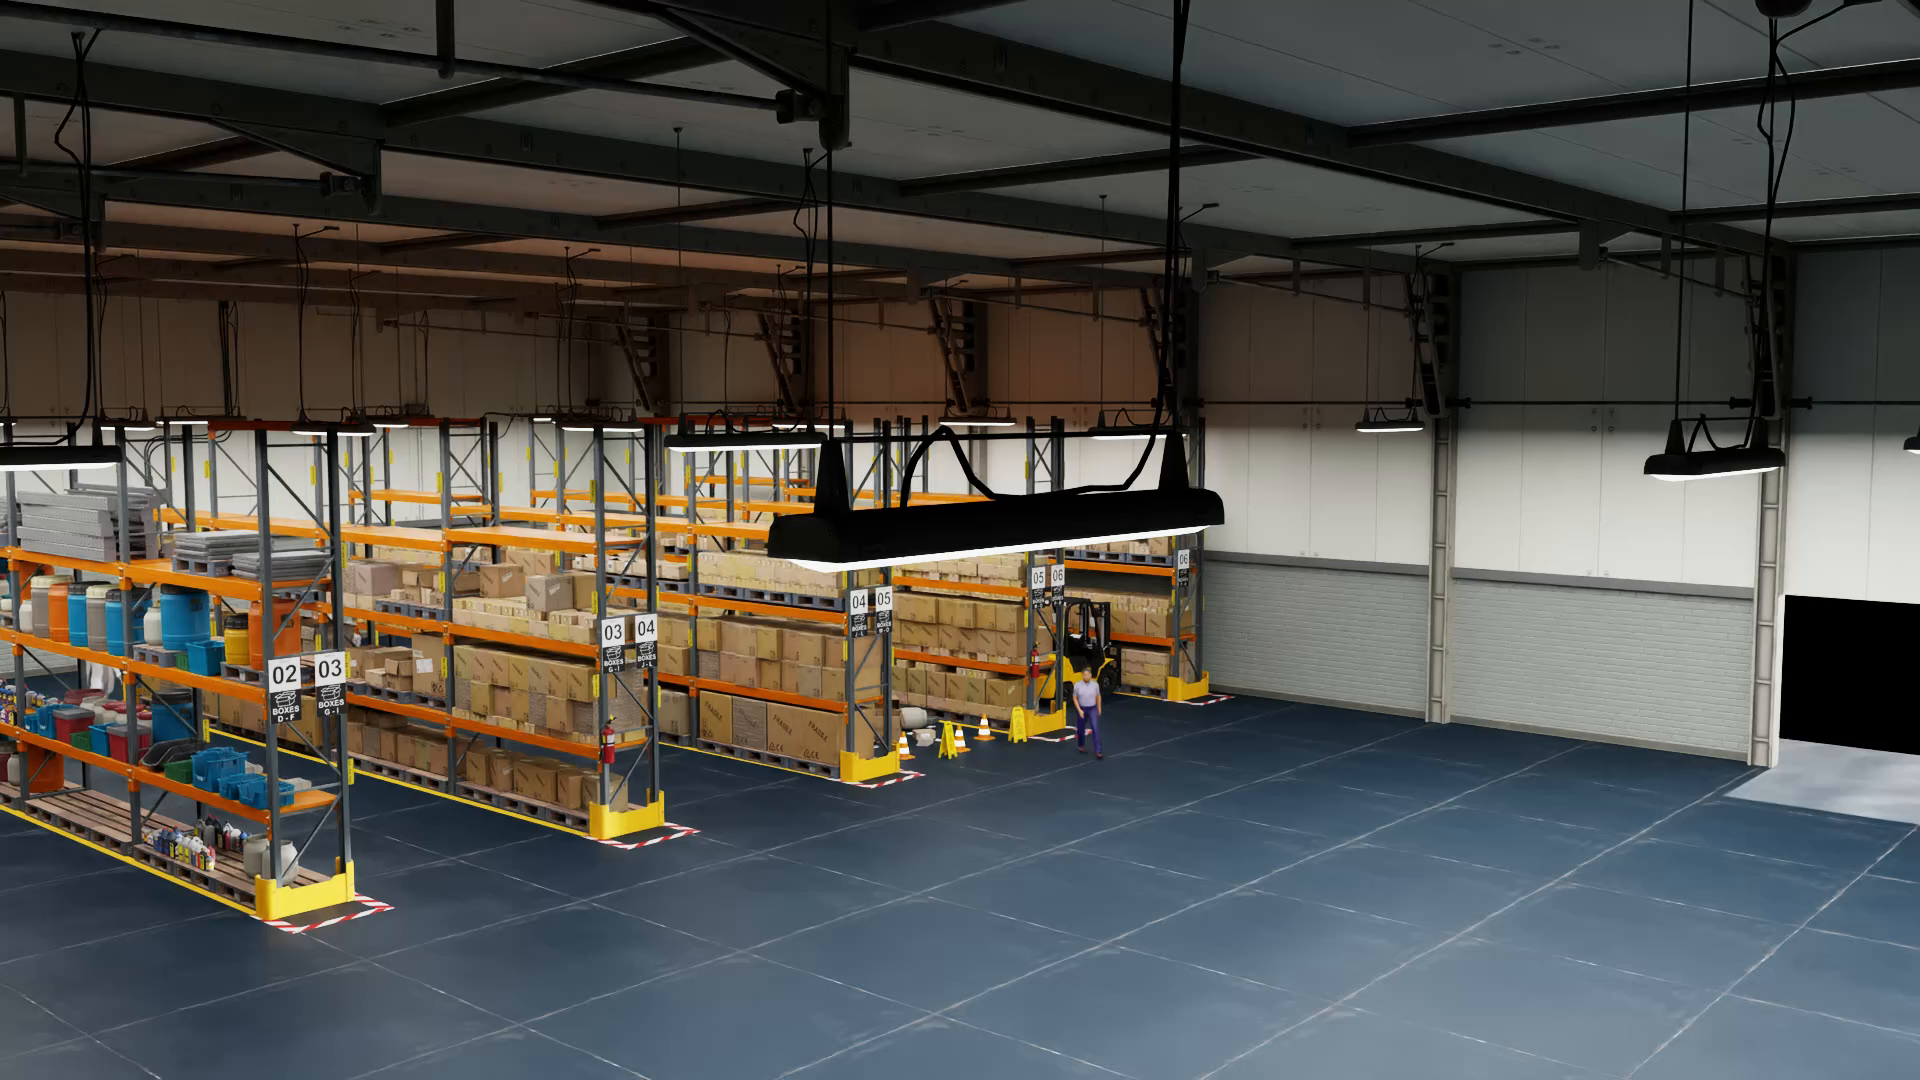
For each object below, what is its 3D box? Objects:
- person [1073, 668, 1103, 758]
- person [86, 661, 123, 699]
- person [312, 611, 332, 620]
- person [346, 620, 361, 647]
[{"bbox_3d":[2.309,3.077,29.763,0.572,1.597,0.833,1,5,10],"label":"person"},{"bbox_3d":[-16.779,2.737,32.563,1.102,1.718,0.707,4,6,42],"label":"person"},{"bbox_3d":[-15.529,2.070,40.555,0.513,1.727,1.058,-1,5,-15],"label":"person"},{"bbox_3d":[-12.959,2.556,35.271,0.383,1.681,0.585,2,5,25],"label":"person"}]
